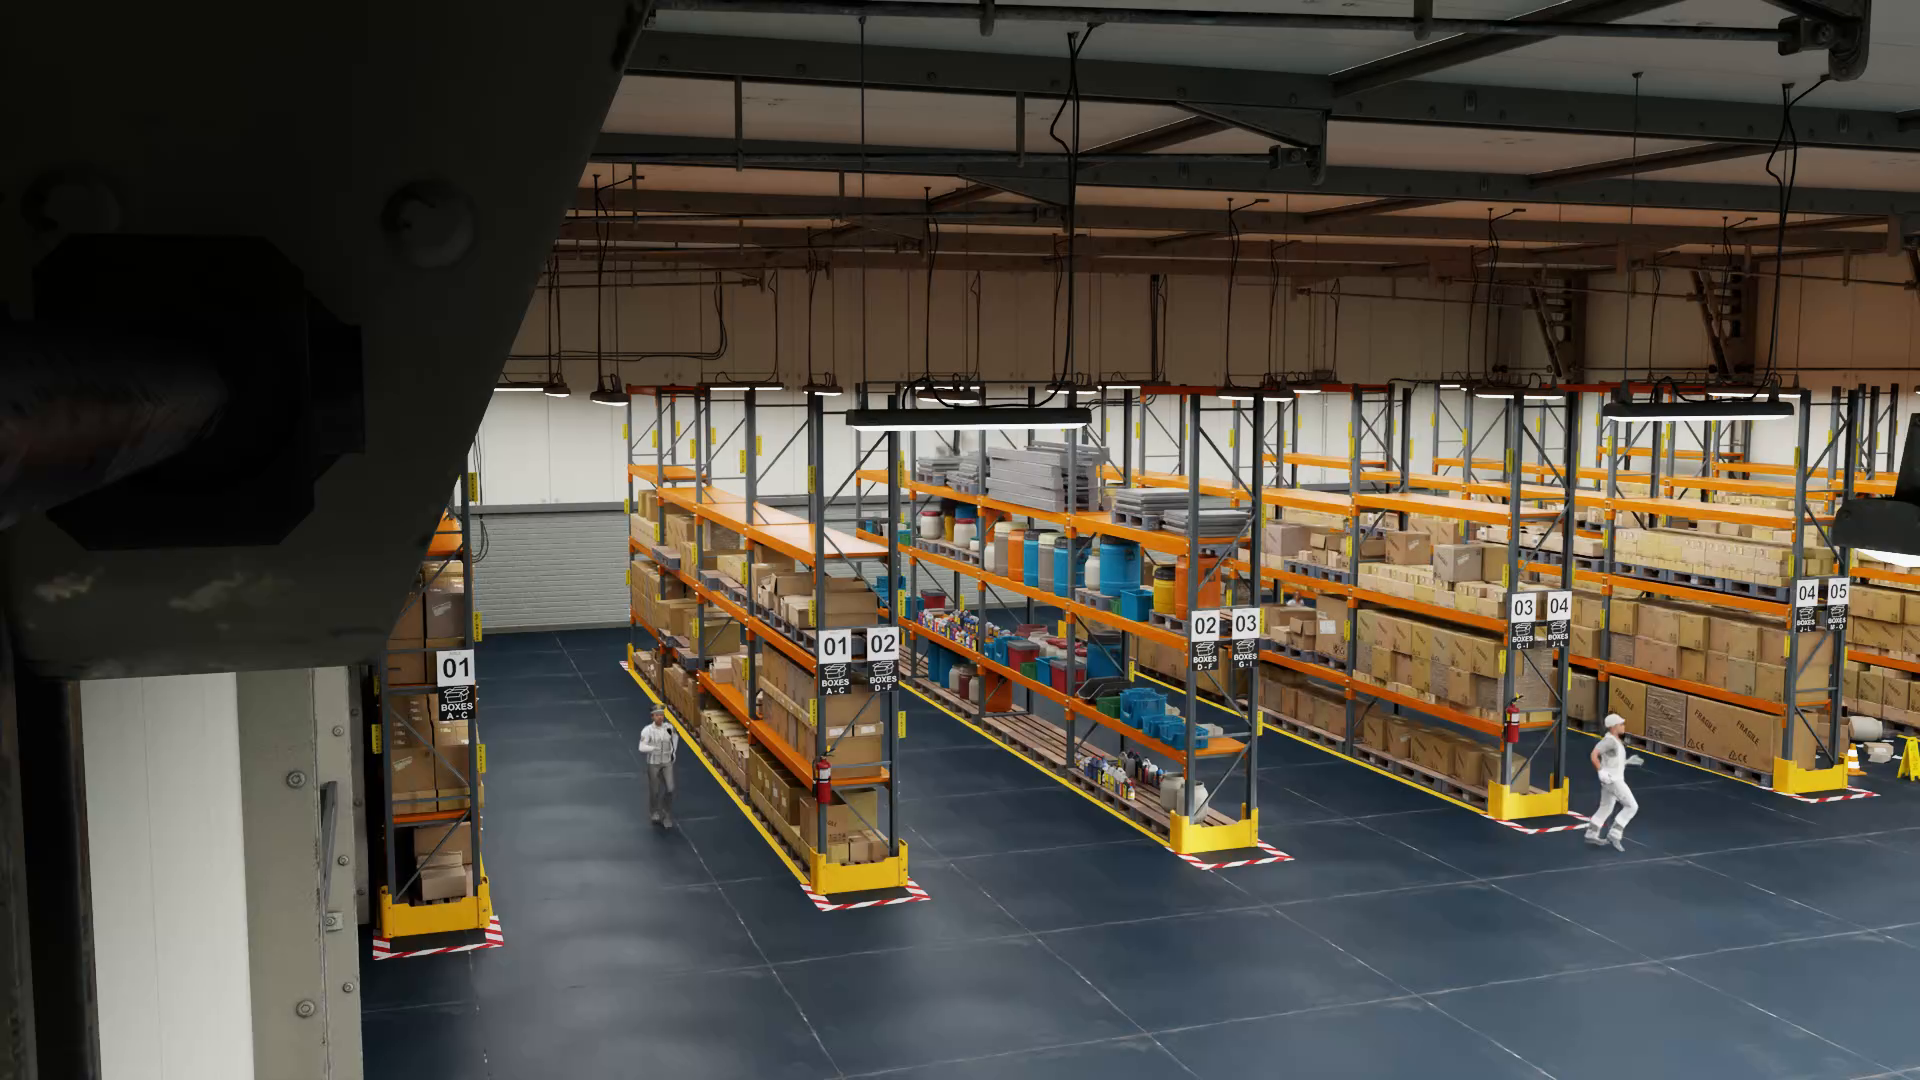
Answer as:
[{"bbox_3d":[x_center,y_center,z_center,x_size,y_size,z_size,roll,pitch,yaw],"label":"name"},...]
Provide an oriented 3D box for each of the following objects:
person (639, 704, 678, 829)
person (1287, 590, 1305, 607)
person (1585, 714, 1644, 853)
[{"bbox_3d":[-4.140,3.121,22.993,0.592,1.734,0.684,-2,6,-21],"label":"person"},{"bbox_3d":[7.256,1.849,36.034,0.537,1.578,0.598,-2,6,-19],"label":"person"},{"bbox_3d":[8.621,3.190,21.883,0.694,1.804,0.669,2,6,18],"label":"person"}]
